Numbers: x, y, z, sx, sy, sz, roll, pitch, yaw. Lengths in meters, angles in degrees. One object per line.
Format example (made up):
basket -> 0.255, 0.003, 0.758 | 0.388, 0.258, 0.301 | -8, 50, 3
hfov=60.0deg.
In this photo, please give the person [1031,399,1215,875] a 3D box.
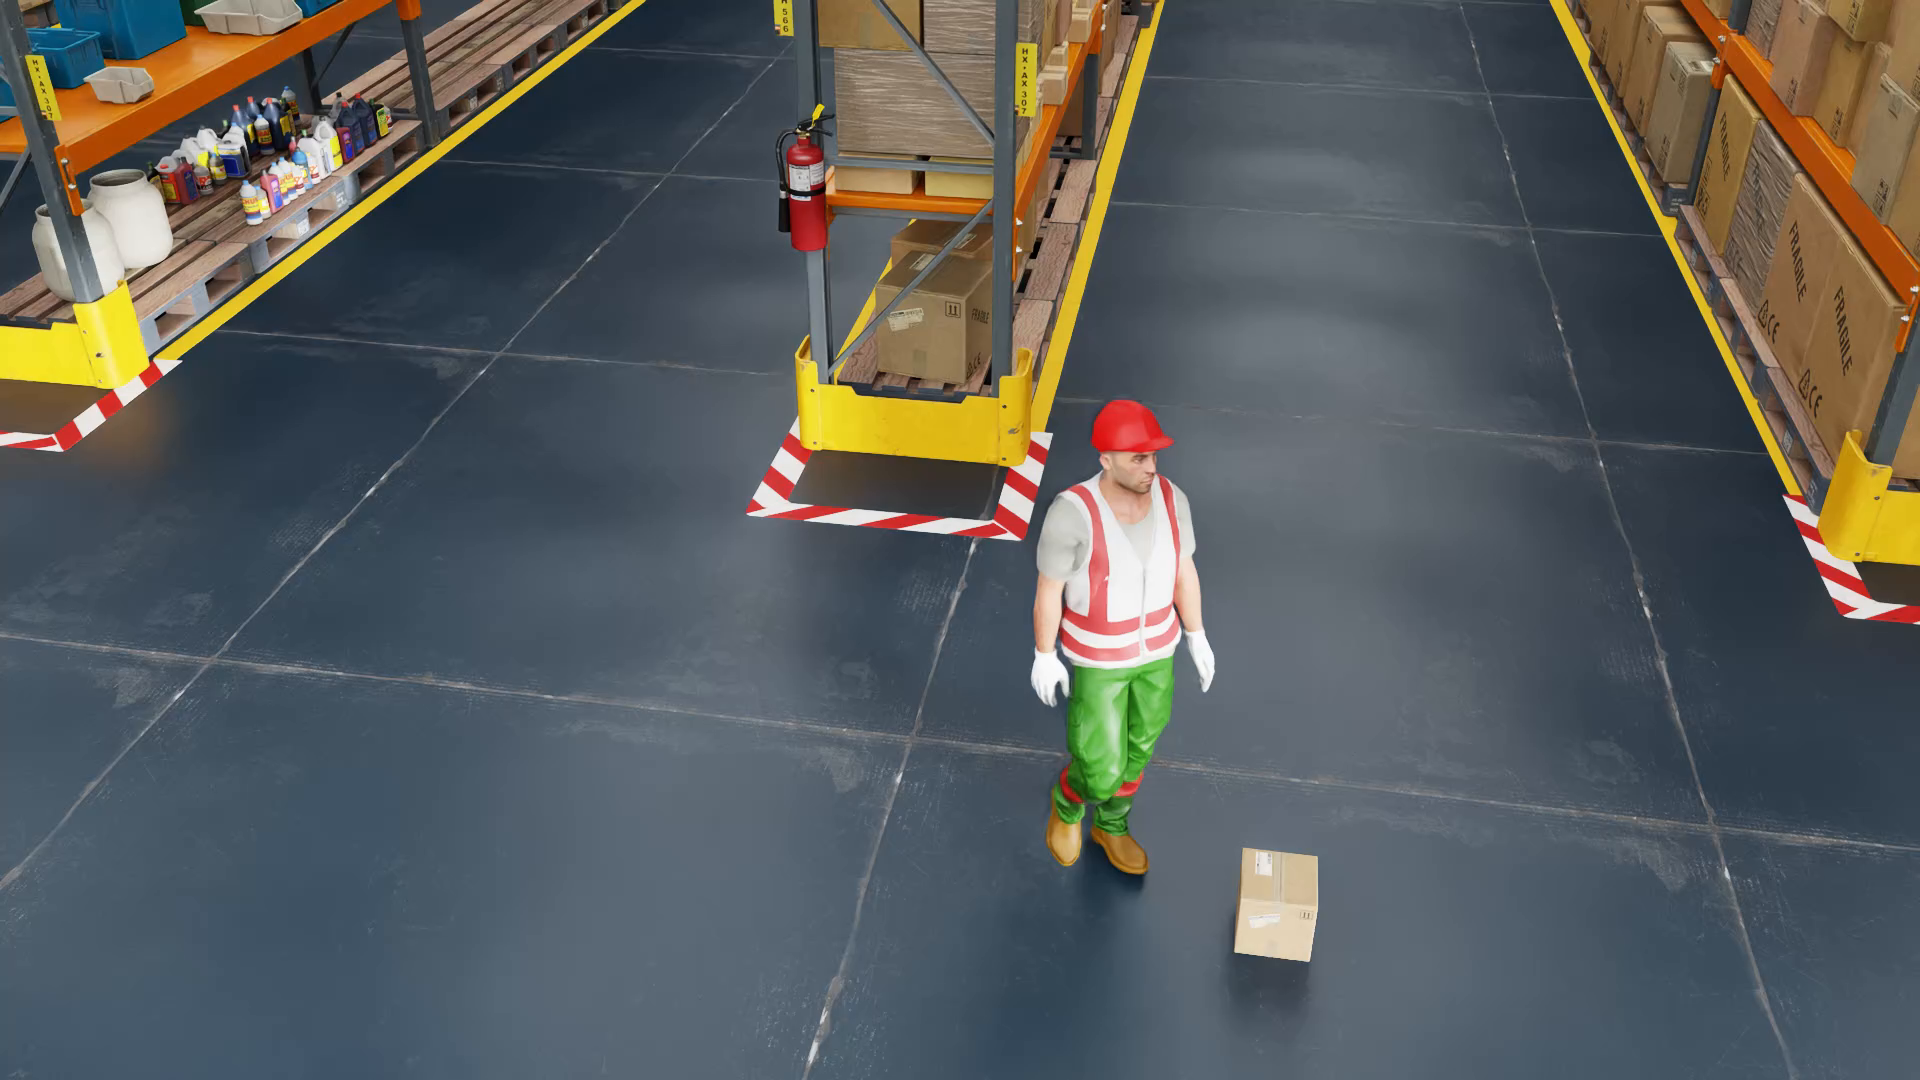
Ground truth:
person -> 0.545, 0.376, 5.466 | 0.599, 1.781, 0.452 | -15, 35, -22
